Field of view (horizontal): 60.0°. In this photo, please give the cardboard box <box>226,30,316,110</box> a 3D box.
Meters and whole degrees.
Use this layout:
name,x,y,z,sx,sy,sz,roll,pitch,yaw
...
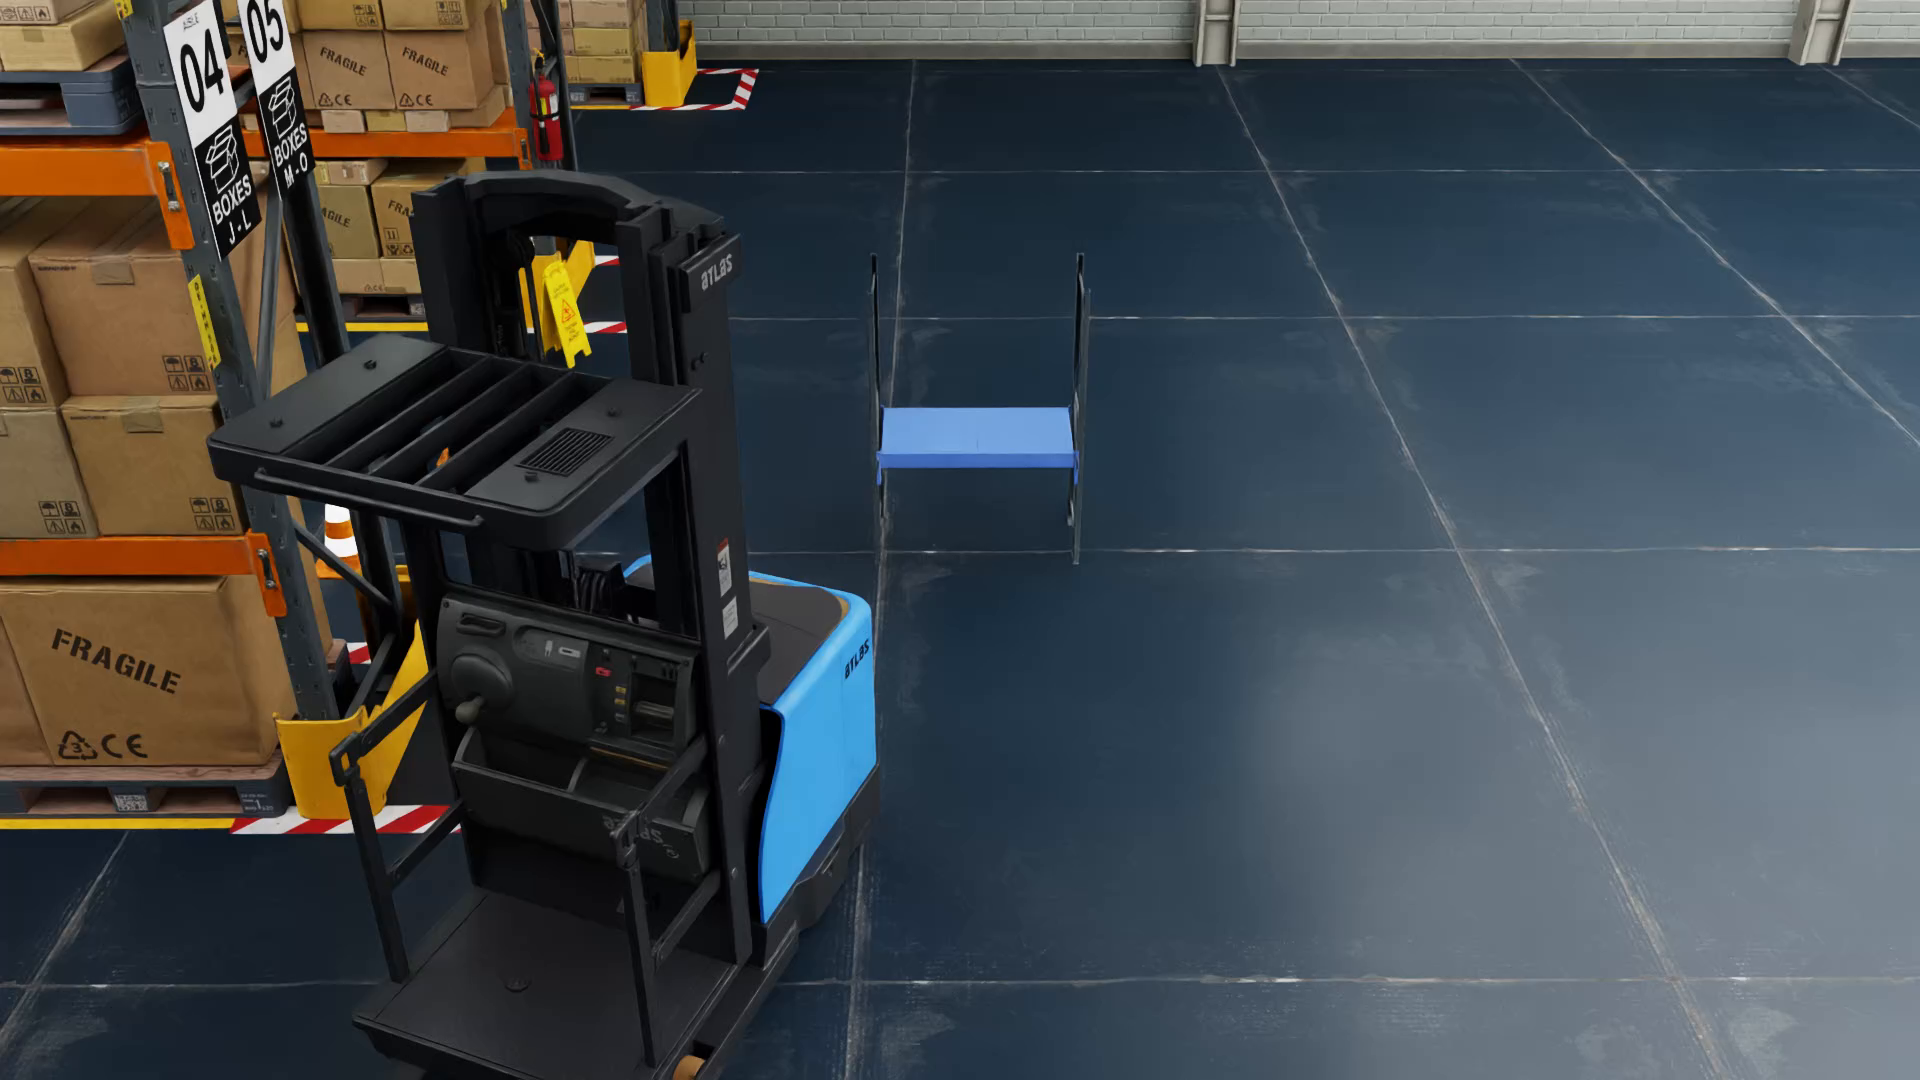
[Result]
name,x,y,z,sx,sy,sz,roll,pitch,yaw
cardboard box,-4.272,-3.028,10.466,0.500,0.500,0.500,0,31,-1

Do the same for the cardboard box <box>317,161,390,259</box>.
name,x,y,z,sx,sy,sz,roll,pitch,yaw
cardboard box,-4.051,-2.185,10.983,0.500,0.500,0.500,1,31,2

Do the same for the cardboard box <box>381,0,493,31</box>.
name,x,y,z,sx,sy,sz,roll,pitch,yaw
cardboard box,-3.239,-3.485,10.254,0.500,0.500,0.700,-1,31,-2

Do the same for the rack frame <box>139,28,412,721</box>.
name,x,y,z,sx,sy,sz,roll,pitch,yaw
rack frame,-2.599,-0.435,6.575,0.127,3.000,1.000,0,31,0

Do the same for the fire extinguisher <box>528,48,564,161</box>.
name,x,y,z,sx,sy,sz,roll,pitch,yaw
fire extinguisher,-2.613,-2.730,10.433,0.183,0.674,0.296,0,31,0

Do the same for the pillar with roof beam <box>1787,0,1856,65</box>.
name,x,y,z,sx,sy,sz,roll,pitch,yaw
pillar with roof beam,8.561,-6.411,10.642,0.400,9.000,9.100,0,31,0

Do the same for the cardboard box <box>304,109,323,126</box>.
name,x,y,z,sx,sy,sz,roll,pitch,yaw
cardboard box,-4.126,-2.790,10.699,0.250,0.149,0.380,0,31,0

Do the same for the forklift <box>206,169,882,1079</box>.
name,x,y,z,sx,sy,sz,roll,pitch,yaw
forklift,-1.335,0.498,5.103,1.130,2.935,3.031,12,33,18

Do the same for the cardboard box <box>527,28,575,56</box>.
name,x,y,z,sx,sy,sz,roll,pitch,yaw
cardboard box,-3.750,-4.635,15.261,0.500,0.250,0.500,0,31,-1

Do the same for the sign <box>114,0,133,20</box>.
name,x,y,z,sx,sy,sz,roll,pitch,yaw
sign,-2.610,-1.780,5.123,0.005,0.325,0.100,0,31,0

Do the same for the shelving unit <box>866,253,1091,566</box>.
name,x,y,z,sx,sy,sz,roll,pitch,yaw
shelving unit,0.085,-0.641,8.361,1.048,1.500,0.538,0,31,0

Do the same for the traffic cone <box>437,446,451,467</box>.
name,x,y,z,sx,sy,sz,roll,pitch,yaw
traffic cone,-2.805,-0.672,9.412,0.334,0.463,0.336,0,31,0

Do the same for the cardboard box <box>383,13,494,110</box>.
name,x,y,z,sx,sy,sz,roll,pitch,yaw
cardboard box,-3.271,-3.027,10.465,0.500,0.500,0.500,-1,31,-1

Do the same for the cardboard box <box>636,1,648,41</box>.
name,x,y,z,sx,sy,sz,roll,pitch,yaw
cardboard box,-3.235,-4.901,15.699,0.500,0.250,0.500,0,31,1

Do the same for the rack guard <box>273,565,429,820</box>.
name,x,y,z,sx,sy,sz,roll,pitch,yaw
rack guard,-2.575,0.634,7.223,0.348,0.500,1.175,0,31,0

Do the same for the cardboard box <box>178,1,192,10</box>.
name,x,y,z,sx,sy,sz,roll,pitch,yaw
cardboard box,-2.944,-1.997,5.999,0.250,0.149,0.380,0,31,0

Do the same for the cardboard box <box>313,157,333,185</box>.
name,x,y,z,sx,sy,sz,roll,pitch,yaw
cardboard box,-4.147,-2.431,10.763,0.250,0.149,0.380,0,31,1

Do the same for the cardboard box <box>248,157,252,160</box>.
name,x,y,z,sx,sy,sz,roll,pitch,yaw
cardboard box,-4.586,-2.466,11.445,0.500,0.500,0.500,0,31,1

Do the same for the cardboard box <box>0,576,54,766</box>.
name,x,y,z,sx,sy,sz,roll,pitch,yaw
cardboard box,-4.156,0.334,6.951,0.875,0.875,0.875,-1,31,-1

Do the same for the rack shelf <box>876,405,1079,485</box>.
name,x,y,z,sx,sy,sz,roll,pitch,yaw
rack shelf,0.085,-0.488,8.455,1.000,0.185,0.538,0,31,0

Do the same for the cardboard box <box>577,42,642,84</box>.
name,x,y,z,sx,sy,sz,roll,pitch,yaw
cardboard box,-3.231,-4.415,15.381,0.500,0.250,0.500,0,31,0

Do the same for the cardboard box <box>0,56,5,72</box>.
name,x,y,z,sx,sy,sz,roll,pitch,yaw
cardboard box,-3.181,-1.655,5.435,0.250,0.149,0.380,0,31,0

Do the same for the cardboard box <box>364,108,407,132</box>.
name,x,y,z,sx,sy,sz,roll,pitch,yaw
cardboard box,-3.612,-2.734,10.607,0.250,0.149,0.380,-1,31,-1

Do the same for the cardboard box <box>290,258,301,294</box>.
name,x,y,z,sx,sy,sz,roll,pitch,yaw
cardboard box,-4.578,-1.862,11.173,0.500,0.250,0.500,-1,31,-2

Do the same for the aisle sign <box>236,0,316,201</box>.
name,x,y,z,sx,sy,sz,roll,pitch,yaw
aisle sign,-2.530,-1.702,6.157,0.004,0.787,0.394,0,31,0

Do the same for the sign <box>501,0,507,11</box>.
name,x,y,z,sx,sy,sz,roll,pitch,yaw
sign,-2.747,-3.344,9.949,0.005,0.325,0.100,0,31,0

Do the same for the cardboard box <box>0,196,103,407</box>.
name,x,y,z,sx,sy,sz,roll,pitch,yaw
cardboard box,-3.520,-0.930,6.205,0.550,0.550,0.875,0,31,0

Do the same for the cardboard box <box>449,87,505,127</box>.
name,x,y,z,sx,sy,sz,roll,pitch,yaw
cardboard box,-3.102,-2.782,10.686,0.250,0.149,0.380,1,31,1

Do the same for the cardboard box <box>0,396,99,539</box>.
name,x,y,z,sx,sy,sz,roll,pitch,yaw
cardboard box,-3.520,-0.461,6.474,0.550,0.550,0.875,0,31,0

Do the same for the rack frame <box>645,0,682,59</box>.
name,x,y,z,sx,sy,sz,roll,pitch,yaw
rack frame,-2.763,-5.577,15.050,0.127,3.000,1.000,0,31,0

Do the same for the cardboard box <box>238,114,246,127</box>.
name,x,y,z,sx,sy,sz,roll,pitch,yaw
cardboard box,-4.631,-2.788,10.695,0.250,0.149,0.380,0,31,0

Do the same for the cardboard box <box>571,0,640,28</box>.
name,x,y,z,sx,sy,sz,roll,pitch,yaw
cardboard box,-3.222,-4.845,15.126,0.500,0.250,0.500,1,31,1

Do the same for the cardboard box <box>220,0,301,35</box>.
name,x,y,z,sx,sy,sz,roll,pitch,yaw
cardboard box,-4.255,-3.432,10.168,0.500,0.500,0.700,-1,31,-1

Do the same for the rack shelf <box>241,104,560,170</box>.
name,x,y,z,sx,sy,sz,roll,pitch,yaw
rack shelf,-4.730,-2.688,10.982,4.000,0.370,1.077,0,31,0

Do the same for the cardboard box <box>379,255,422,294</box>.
name,x,y,z,sx,sy,sz,roll,pitch,yaw
cardboard box,-3.561,-1.864,11.176,0.500,0.250,0.500,0,31,-1

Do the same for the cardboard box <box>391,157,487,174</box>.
name,x,y,z,sx,sy,sz,roll,pitch,yaw
cardboard box,-3.562,-2.467,11.448,0.500,0.500,0.500,-1,31,-2

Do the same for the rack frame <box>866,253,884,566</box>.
name,x,y,z,sx,sy,sz,roll,pitch,yaw
rack frame,-0.423,-0.640,8.359,0.032,1.500,0.500,0,31,0

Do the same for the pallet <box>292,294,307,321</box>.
name,x,y,z,sx,sy,sz,roll,pitch,yaw
pallet,-4.835,-1.823,11.551,1.213,0.211,1.003,0,31,0

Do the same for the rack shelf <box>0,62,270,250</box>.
name,x,y,z,sx,sy,sz,roll,pitch,yaw
rack shelf,-4.599,-1.403,5.973,4.000,0.370,1.077,0,31,0

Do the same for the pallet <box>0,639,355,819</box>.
name,x,y,z,sx,sy,sz,roll,pitch,yaw
pallet,-3.398,0.801,7.227,1.213,0.211,1.003,0,31,0
